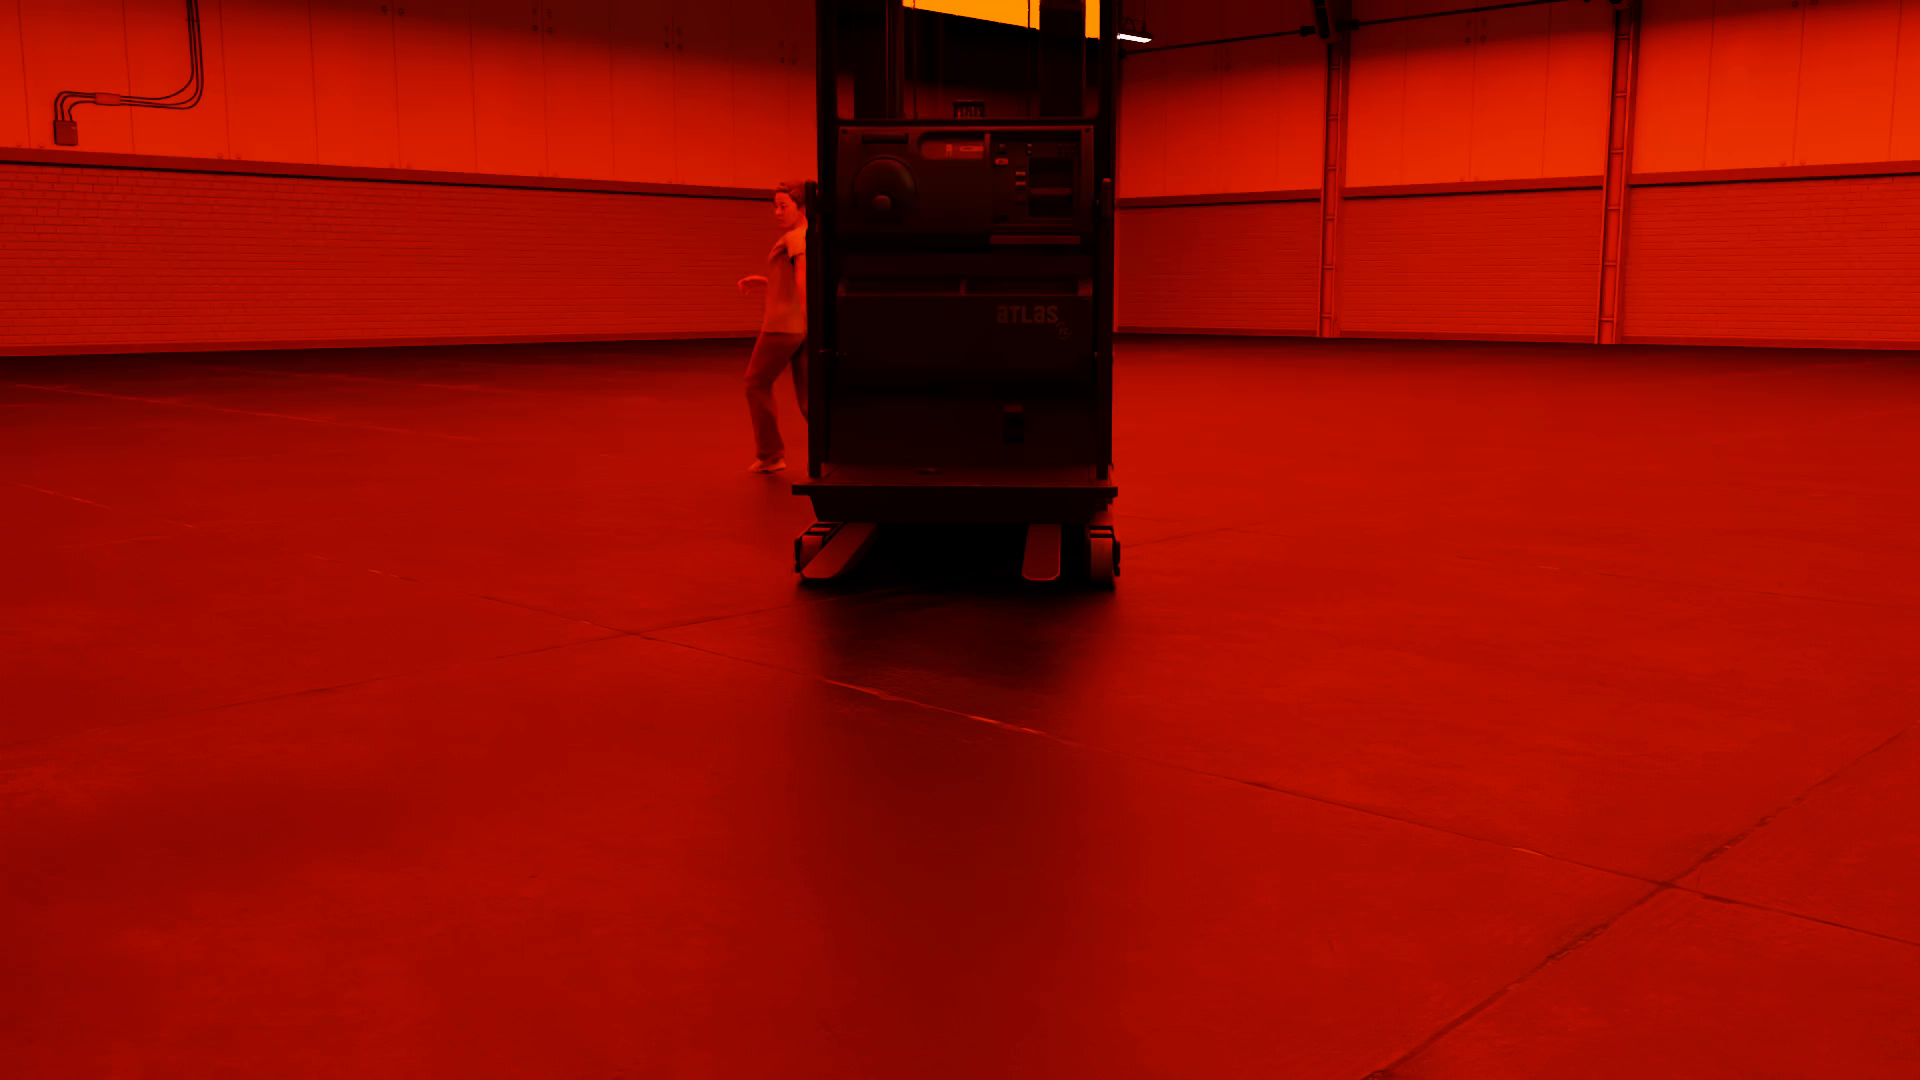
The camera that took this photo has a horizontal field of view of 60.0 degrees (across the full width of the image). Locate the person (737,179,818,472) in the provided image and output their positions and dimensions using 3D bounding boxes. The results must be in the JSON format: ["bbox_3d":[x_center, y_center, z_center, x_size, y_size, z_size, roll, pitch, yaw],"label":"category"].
[{"bbox_3d":[-0.898,-1.124,8.958,0.903,1.605,0.471,8,12,44],"label":"person"}]

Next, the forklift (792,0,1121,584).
[{"bbox_3d":[0.007,-1.347,5.817,1.130,2.935,3.031,1,9,4],"label":"forklift"}]
